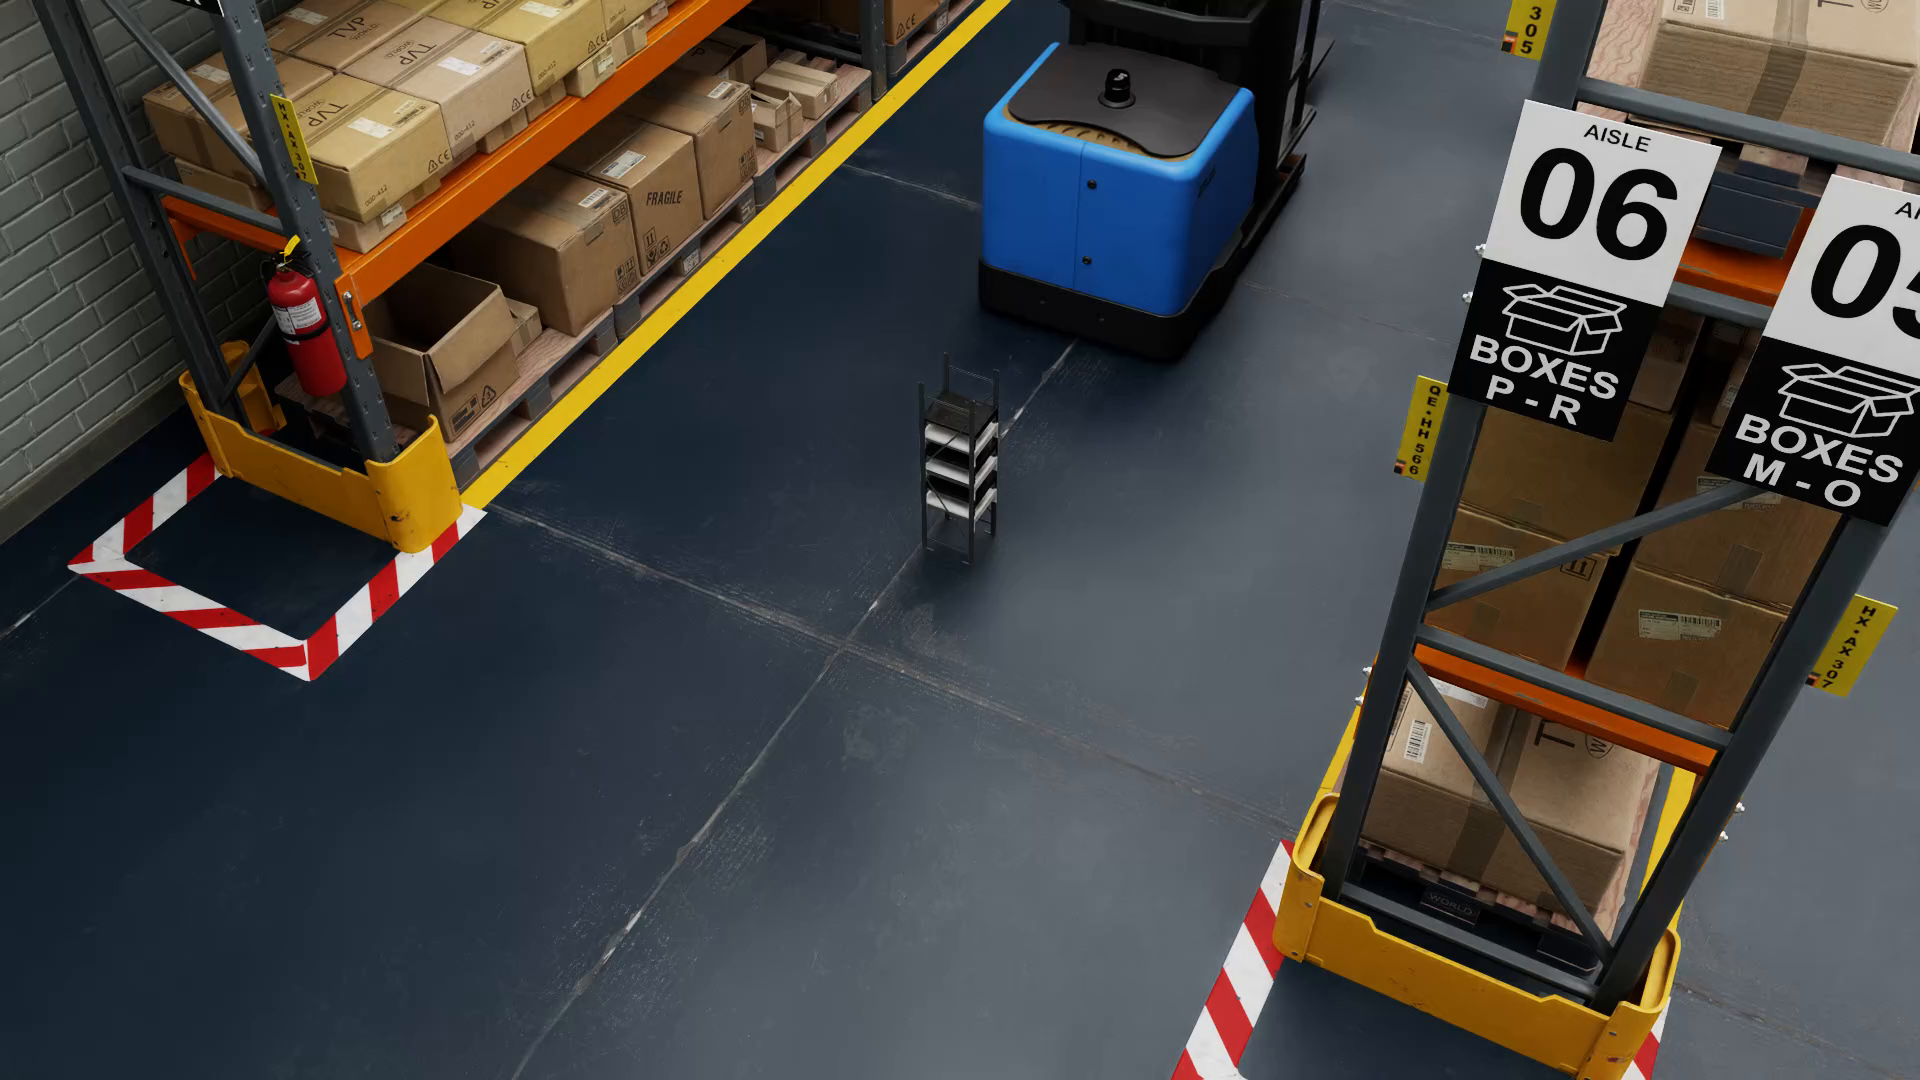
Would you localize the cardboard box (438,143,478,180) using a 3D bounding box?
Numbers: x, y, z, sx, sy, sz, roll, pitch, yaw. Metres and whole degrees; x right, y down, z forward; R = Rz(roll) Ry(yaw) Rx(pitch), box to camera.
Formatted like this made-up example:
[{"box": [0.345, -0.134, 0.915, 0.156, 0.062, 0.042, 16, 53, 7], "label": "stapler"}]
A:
[{"box": [-2.183, -1.615, 6.694, 0.380, 0.149, 0.250, 20, 49, 19], "label": "cardboard box"}]

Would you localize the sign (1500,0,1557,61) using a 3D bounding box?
[{"box": [1.177, -1.124, 3.356, 0.100, 0.325, 0.005, 20, 49, 19], "label": "sign"}]

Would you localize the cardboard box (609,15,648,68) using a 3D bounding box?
[{"box": [-1.605, -2.230, 7.302, 0.380, 0.149, 0.250, 22, 49, 20], "label": "cardboard box"}]

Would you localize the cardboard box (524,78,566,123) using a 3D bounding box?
[{"box": [-1.893, -1.923, 6.998, 0.380, 0.149, 0.250, 21, 49, 20], "label": "cardboard box"}]

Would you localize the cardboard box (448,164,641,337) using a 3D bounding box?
[{"box": [-1.948, -1.383, 7.750, 0.700, 0.500, 0.500, 22, 49, 21], "label": "cardboard box"}]

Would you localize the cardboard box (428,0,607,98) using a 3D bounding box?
[{"box": [-1.831, -2.121, 6.914, 0.500, 0.250, 0.500, 20, 49, 18], "label": "cardboard box"}]

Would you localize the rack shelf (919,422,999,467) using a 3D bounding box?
[{"box": [-0.004, -0.414, 6.600, 0.258, 0.077, 0.200, 20, 49, 19], "label": "rack shelf"}]

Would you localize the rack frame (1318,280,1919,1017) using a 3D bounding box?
[{"box": [1.651, 0.402, 4.524, 1.000, 3.000, 0.127, 20, 49, 19], "label": "rack frame"}]

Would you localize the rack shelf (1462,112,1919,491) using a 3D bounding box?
[{"box": [2.580, -1.659, 4.958, 1.077, 0.370, 4.000, 20, 49, 19], "label": "rack shelf"}]

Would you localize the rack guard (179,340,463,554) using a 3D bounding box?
[{"box": [-2.711, -0.404, 7.077, 1.175, 0.500, 0.348, 20, 49, 19], "label": "rack guard"}]

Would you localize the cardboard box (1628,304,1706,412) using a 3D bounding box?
[{"box": [1.641, -0.505, 4.190, 0.380, 0.149, 0.250, 21, 49, 20], "label": "cardboard box"}]

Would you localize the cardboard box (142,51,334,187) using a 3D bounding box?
[{"box": [-2.768, -1.664, 6.461, 0.500, 0.250, 0.500, 22, 49, 20], "label": "cardboard box"}]

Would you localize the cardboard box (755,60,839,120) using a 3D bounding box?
[{"box": [-0.888, -2.452, 9.053, 0.380, 0.149, 0.250, 19, 48, 18], "label": "cardboard box"}]

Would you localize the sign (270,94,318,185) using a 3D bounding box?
[{"box": [-2.266, -1.360, 5.656, 0.100, 0.325, 0.005, 20, 49, 19], "label": "sign"}]

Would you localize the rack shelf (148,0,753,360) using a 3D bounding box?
[{"box": [-1.818, -2.241, 7.642, 1.077, 0.370, 4.000, 20, 49, 19], "label": "rack shelf"}]

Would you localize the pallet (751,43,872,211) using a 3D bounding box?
[{"box": [-1.210, -2.342, 9.196, 1.003, 0.211, 1.213, 20, 49, 19], "label": "pallet"}]

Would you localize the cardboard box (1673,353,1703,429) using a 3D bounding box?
[{"box": [2.360, -0.521, 4.662, 0.500, 0.500, 0.500, 19, 48, 18], "label": "cardboard box"}]

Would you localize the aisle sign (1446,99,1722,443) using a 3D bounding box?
[{"box": [1.343, -0.569, 3.655, 0.394, 0.787, 0.004, 20, 49, 19], "label": "aisle sign"}]

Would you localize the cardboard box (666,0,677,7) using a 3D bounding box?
[{"box": [-1.473, -2.587, 7.654, 0.380, 0.149, 0.250, 21, 49, 20], "label": "cardboard box"}]

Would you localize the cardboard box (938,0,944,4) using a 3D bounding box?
[{"box": [-0.228, -3.592, 9.934, 0.500, 0.500, 0.500, 20, 49, 19], "label": "cardboard box"}]

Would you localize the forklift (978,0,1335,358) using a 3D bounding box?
[{"box": [1.194, -2.934, 7.869, 1.130, 2.935, 3.031, 19, 48, 18], "label": "forklift"}]

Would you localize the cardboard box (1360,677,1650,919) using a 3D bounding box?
[{"box": [1.869, 0.706, 5.729, 0.875, 0.438, 0.875, 19, 48, 18], "label": "cardboard box"}]

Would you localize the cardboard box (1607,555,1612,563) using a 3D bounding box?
[{"box": [1.887, -0.336, 5.182, 0.500, 0.500, 0.500, 19, 48, 18], "label": "cardboard box"}]

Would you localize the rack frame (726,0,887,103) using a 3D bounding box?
[{"box": [-0.890, -3.754, 8.631, 1.000, 3.000, 0.127, 20, 49, 19], "label": "rack frame"}]

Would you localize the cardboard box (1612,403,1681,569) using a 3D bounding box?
[{"box": [2.339, -0.169, 5.017, 0.500, 0.500, 0.500, 20, 49, 19], "label": "cardboard box"}]

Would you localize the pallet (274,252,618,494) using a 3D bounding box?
[{"box": [-2.342, -0.805, 7.677, 1.003, 0.211, 1.213, 20, 49, 19], "label": "pallet"}]

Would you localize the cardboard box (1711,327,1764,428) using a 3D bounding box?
[{"box": [2.061, -0.345, 4.032, 0.380, 0.149, 0.250, 21, 49, 20], "label": "cardboard box"}]

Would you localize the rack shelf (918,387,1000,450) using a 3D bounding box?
[{"box": [-0.004, -0.478, 6.536, 0.258, 0.077, 0.200, 20, 49, 19], "label": "rack shelf"}]

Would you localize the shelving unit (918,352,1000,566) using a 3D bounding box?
[{"box": [-0.004, -0.311, 6.705, 0.258, 0.900, 0.210, 20, 49, 19], "label": "shelving unit"}]

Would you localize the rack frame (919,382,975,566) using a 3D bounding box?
[{"box": [-0.051, -0.247, 6.641, 0.240, 0.900, 0.006, 20, 49, 19], "label": "rack frame"}]

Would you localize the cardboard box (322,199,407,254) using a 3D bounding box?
[{"box": [-2.351, -1.263, 6.345, 0.380, 0.149, 0.250, 20, 49, 19], "label": "cardboard box"}]

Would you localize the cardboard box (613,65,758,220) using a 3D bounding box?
[{"box": [-1.466, -2.037, 8.396, 0.700, 0.500, 0.500, 19, 48, 18], "label": "cardboard box"}]

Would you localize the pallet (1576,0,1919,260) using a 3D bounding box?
[{"box": [1.987, -1.092, 3.954, 1.003, 0.211, 1.213, 20, 49, 19], "label": "pallet"}]

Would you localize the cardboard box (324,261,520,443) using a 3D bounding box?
[{"box": [-2.379, -0.859, 7.229, 0.797, 0.503, 0.637, 19, 48, 18], "label": "cardboard box"}]

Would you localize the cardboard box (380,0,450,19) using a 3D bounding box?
[{"box": [-2.294, -2.299, 7.089, 0.500, 0.250, 0.500, 22, 49, 20], "label": "cardboard box"}]

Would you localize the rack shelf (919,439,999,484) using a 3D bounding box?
[{"box": [-0.004, -0.351, 6.664, 0.258, 0.077, 0.200, 20, 49, 19], "label": "rack shelf"}]

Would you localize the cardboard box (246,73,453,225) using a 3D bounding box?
[{"box": [-2.297, -1.483, 6.283, 0.500, 0.250, 0.500, 21, 49, 19], "label": "cardboard box"}]
